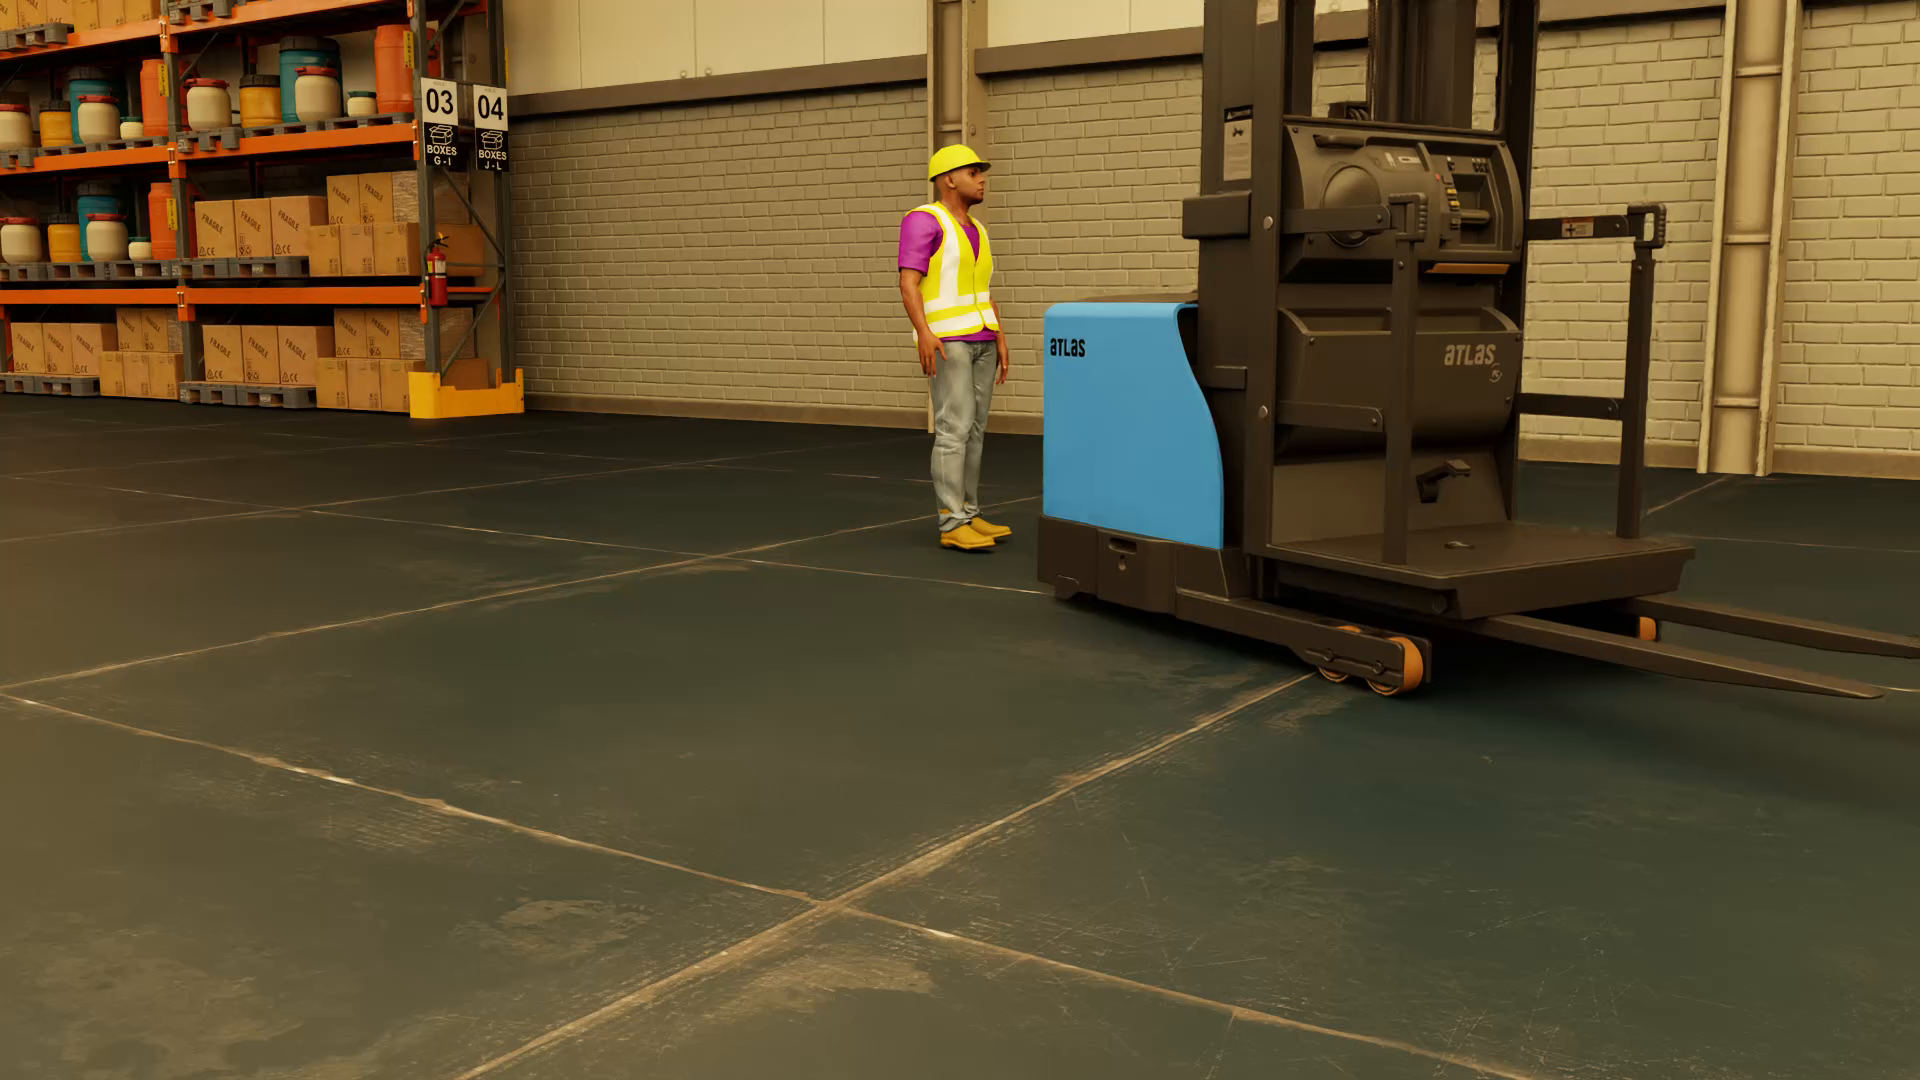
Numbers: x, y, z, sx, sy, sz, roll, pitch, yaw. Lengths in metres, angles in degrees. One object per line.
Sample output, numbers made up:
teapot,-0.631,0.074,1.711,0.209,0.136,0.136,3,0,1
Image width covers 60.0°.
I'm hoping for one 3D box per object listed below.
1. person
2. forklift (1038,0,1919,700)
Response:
person,0.054,-0.875,7.435,0.576,1.765,0.665,5,10,34
forklift,1.479,-1.095,4.895,1.130,2.935,3.031,-5,9,-31
